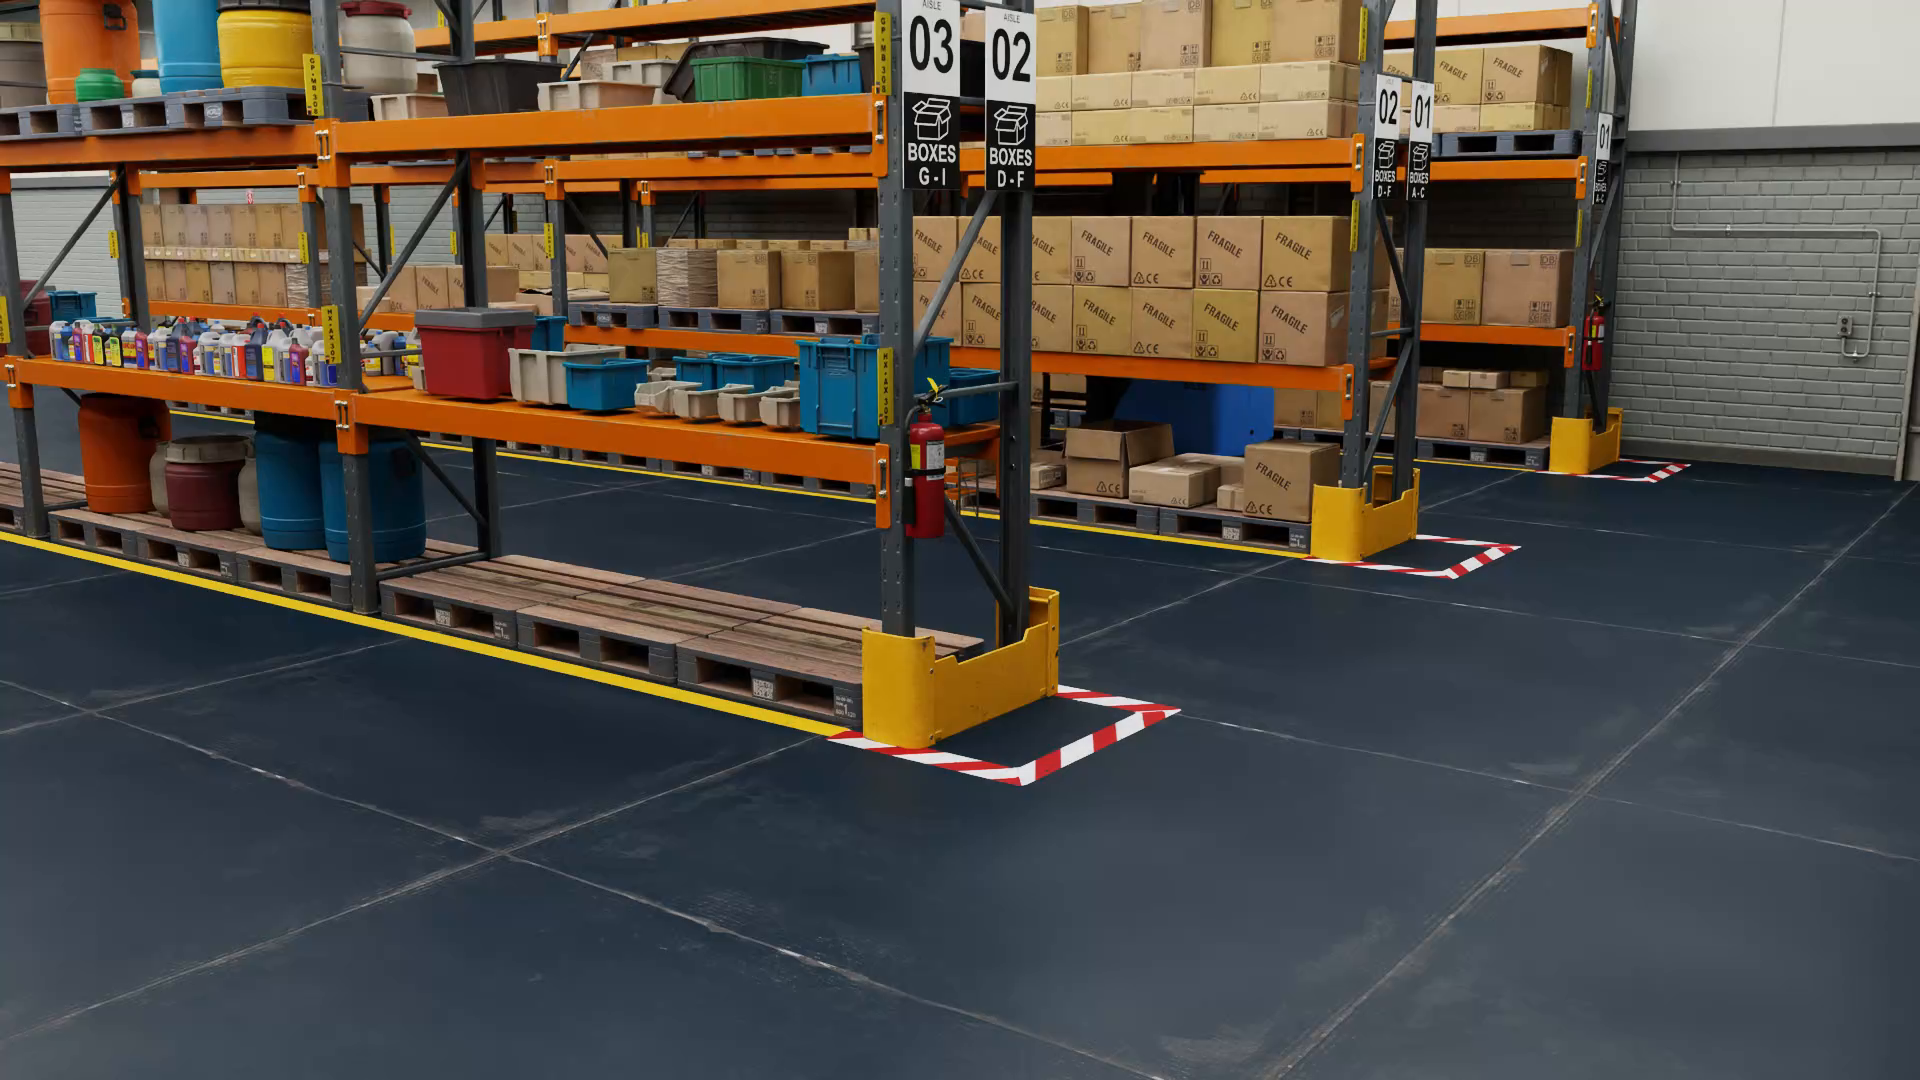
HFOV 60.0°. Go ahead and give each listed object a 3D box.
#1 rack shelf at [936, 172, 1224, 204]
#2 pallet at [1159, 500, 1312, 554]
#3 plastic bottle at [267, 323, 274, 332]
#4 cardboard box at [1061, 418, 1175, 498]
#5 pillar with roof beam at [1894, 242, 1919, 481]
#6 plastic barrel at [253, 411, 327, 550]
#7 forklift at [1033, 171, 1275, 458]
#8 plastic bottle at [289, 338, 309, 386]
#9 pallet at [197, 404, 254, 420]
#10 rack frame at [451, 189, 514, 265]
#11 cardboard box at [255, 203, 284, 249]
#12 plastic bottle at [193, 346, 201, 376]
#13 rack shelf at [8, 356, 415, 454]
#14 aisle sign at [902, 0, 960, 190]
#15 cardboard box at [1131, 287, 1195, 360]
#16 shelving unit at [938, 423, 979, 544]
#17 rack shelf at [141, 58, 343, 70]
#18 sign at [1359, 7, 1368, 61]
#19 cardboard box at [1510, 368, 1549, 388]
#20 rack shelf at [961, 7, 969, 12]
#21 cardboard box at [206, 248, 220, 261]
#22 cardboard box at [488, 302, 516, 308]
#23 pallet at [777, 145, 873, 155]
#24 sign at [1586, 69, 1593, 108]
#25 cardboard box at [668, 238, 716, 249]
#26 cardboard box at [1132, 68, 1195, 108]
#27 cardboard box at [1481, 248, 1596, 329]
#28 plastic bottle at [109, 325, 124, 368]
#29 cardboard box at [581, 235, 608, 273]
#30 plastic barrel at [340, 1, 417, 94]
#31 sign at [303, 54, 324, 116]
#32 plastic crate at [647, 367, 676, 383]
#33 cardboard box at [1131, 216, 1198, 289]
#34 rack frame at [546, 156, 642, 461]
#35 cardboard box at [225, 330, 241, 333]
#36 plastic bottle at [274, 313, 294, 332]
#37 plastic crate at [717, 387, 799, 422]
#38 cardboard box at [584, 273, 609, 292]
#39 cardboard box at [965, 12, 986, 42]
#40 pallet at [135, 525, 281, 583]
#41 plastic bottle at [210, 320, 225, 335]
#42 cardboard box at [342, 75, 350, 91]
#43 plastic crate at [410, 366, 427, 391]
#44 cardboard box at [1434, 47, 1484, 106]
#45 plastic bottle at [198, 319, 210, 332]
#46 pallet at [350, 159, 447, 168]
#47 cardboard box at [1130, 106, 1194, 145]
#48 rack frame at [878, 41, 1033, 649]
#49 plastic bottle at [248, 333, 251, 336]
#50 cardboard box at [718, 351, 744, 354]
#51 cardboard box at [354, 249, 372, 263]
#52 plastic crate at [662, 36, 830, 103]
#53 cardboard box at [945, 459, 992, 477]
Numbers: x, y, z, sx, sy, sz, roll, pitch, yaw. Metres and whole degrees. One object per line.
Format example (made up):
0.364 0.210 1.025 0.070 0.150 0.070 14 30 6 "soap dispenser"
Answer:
1.024 -3.970 18.650 4.000 0.370 1.077 8 13 36 "rack shelf"
2.227 -0.146 12.230 1.213 0.211 1.003 8 13 36 "pallet"
-4.732 -1.348 11.406 0.133 0.283 0.061 8 13 36 "plastic bottle"
1.224 -0.647 12.890 0.637 0.503 0.797 8 13 36 "cardboard box"
6.000 -4.291 10.519 0.400 9.000 9.100 8 13 36 "pillar with roof beam"
-4.227 -0.428 10.766 0.708 0.901 0.600 8 13 36 "plastic barrel"
1.291 -2.043 14.875 3.031 2.935 1.130 9 14 39 "forklift"
-3.950 -1.066 9.948 0.133 0.283 0.061 8 13 36 "plastic bottle"
-8.345 -1.630 19.900 1.213 0.211 1.003 8 13 36 "pallet"
-7.036 -3.975 24.678 0.127 3.000 1.000 8 13 36 "rack frame"
-7.510 -3.558 18.844 0.500 0.500 0.700 8 13 35 "cardboard box"
-4.843 -1.154 10.621 0.097 0.201 0.097 0 11 0 "plastic bottle"
-4.840 -0.981 11.096 4.000 0.370 1.077 8 13 36 "rack shelf"
-0.119 -1.883 7.020 0.004 0.787 0.394 8 13 36 "aisle sign"
1.590 -1.590 12.086 0.500 0.500 0.500 8 14 36 "cardboard box"
-0.012 -0.591 11.924 0.189 1.200 0.258 8 13 36 "shelving unit"
-8.353 -5.387 19.130 4.000 0.370 1.077 8 13 36 "rack shelf"
2.586 -3.242 10.662 0.005 0.325 0.100 8 13 36 "sign"
5.456 -1.553 15.929 0.250 0.149 0.380 8 14 36 "cardboard box"
1.319 -4.233 12.119 4.000 0.370 1.077 8 13 36 "rack shelf"
-8.538 -3.334 19.393 0.250 0.149 0.380 8 14 36 "cardboard box"
-4.578 -2.328 16.828 0.250 0.149 0.380 9 14 40 "cardboard box"
-0.777 -3.331 13.950 1.003 0.211 1.213 8 13 36 "pallet"
5.528 -3.963 14.597 0.005 0.325 0.100 8 13 36 "sign"
-3.422 -3.728 21.980 0.500 0.500 0.700 8 14 36 "cardboard box"
1.562 -3.193 11.821 0.500 0.250 0.500 8 13 36 "cardboard box"
5.443 -2.379 15.640 0.700 0.700 0.980 9 14 38 "cardboard box"
-5.655 -1.303 11.176 0.133 0.283 0.061 8 13 36 "plastic bottle"
-4.782 -3.891 22.611 0.500 0.500 0.500 8 13 35 "cardboard box"
-3.504 -2.952 10.032 0.433 0.535 0.433 0 11 0 "plastic barrel"
-3.555 -2.502 9.145 0.005 0.325 0.100 8 13 36 "sign"
-1.646 -0.859 9.110 0.466 0.136 0.293 8 13 36 "plastic crate"
1.581 -2.079 11.985 0.500 0.500 0.500 8 14 37 "cardboard box"
-3.517 -2.317 16.107 0.127 3.000 1.000 8 13 36 "rack frame"
-8.850 -2.236 19.849 0.500 0.500 0.500 8 13 36 "cardboard box"
-4.592 -1.366 11.322 0.185 0.351 0.144 8 13 36 "plastic bottle"
-0.993 -0.658 8.070 0.243 0.136 0.396 8 13 36 "plastic crate"
-4.770 -3.525 22.698 0.500 0.250 0.500 8 14 36 "cardboard box"
0.441 -3.753 12.738 0.500 0.500 0.700 8 13 36 "cardboard box"
-4.813 0.030 11.320 1.213 0.211 1.003 8 13 36 "pallet"
-5.291 -1.430 11.862 0.097 0.271 0.097 0 11 0 "plastic bottle"
-6.267 -4.664 17.660 0.500 0.500 0.500 8 14 36 "cardboard box"
-2.937 -0.935 9.501 0.243 0.136 0.396 8 13 36 "plastic crate"
4.712 -4.297 15.498 0.500 0.500 0.500 8 14 37 "cardboard box"
-5.448 -1.452 11.976 0.097 0.271 0.097 0 11 0 "plastic bottle"
-6.022 -4.048 17.663 1.217 0.209 0.805 7 13 33 "pallet"
1.554 -2.946 11.857 0.500 0.250 0.500 8 13 36 "cardboard box"
-0.004 -0.659 7.540 0.127 3.000 1.000 8 13 36 "rack frame"
-4.487 -1.175 10.544 0.097 0.271 0.097 0 11 0 "plastic bottle"
-2.763 -2.383 21.874 0.500 0.500 0.700 8 13 34 "cardboard box"
-6.843 -3.194 18.670 0.250 0.149 0.380 8 13 35 "cardboard box"
-1.073 -2.315 8.367 0.767 0.338 0.504 8 13 36 "plastic crate"
-0.083 -0.683 13.581 0.500 0.311 0.500 8 13 36 "cardboard box"
